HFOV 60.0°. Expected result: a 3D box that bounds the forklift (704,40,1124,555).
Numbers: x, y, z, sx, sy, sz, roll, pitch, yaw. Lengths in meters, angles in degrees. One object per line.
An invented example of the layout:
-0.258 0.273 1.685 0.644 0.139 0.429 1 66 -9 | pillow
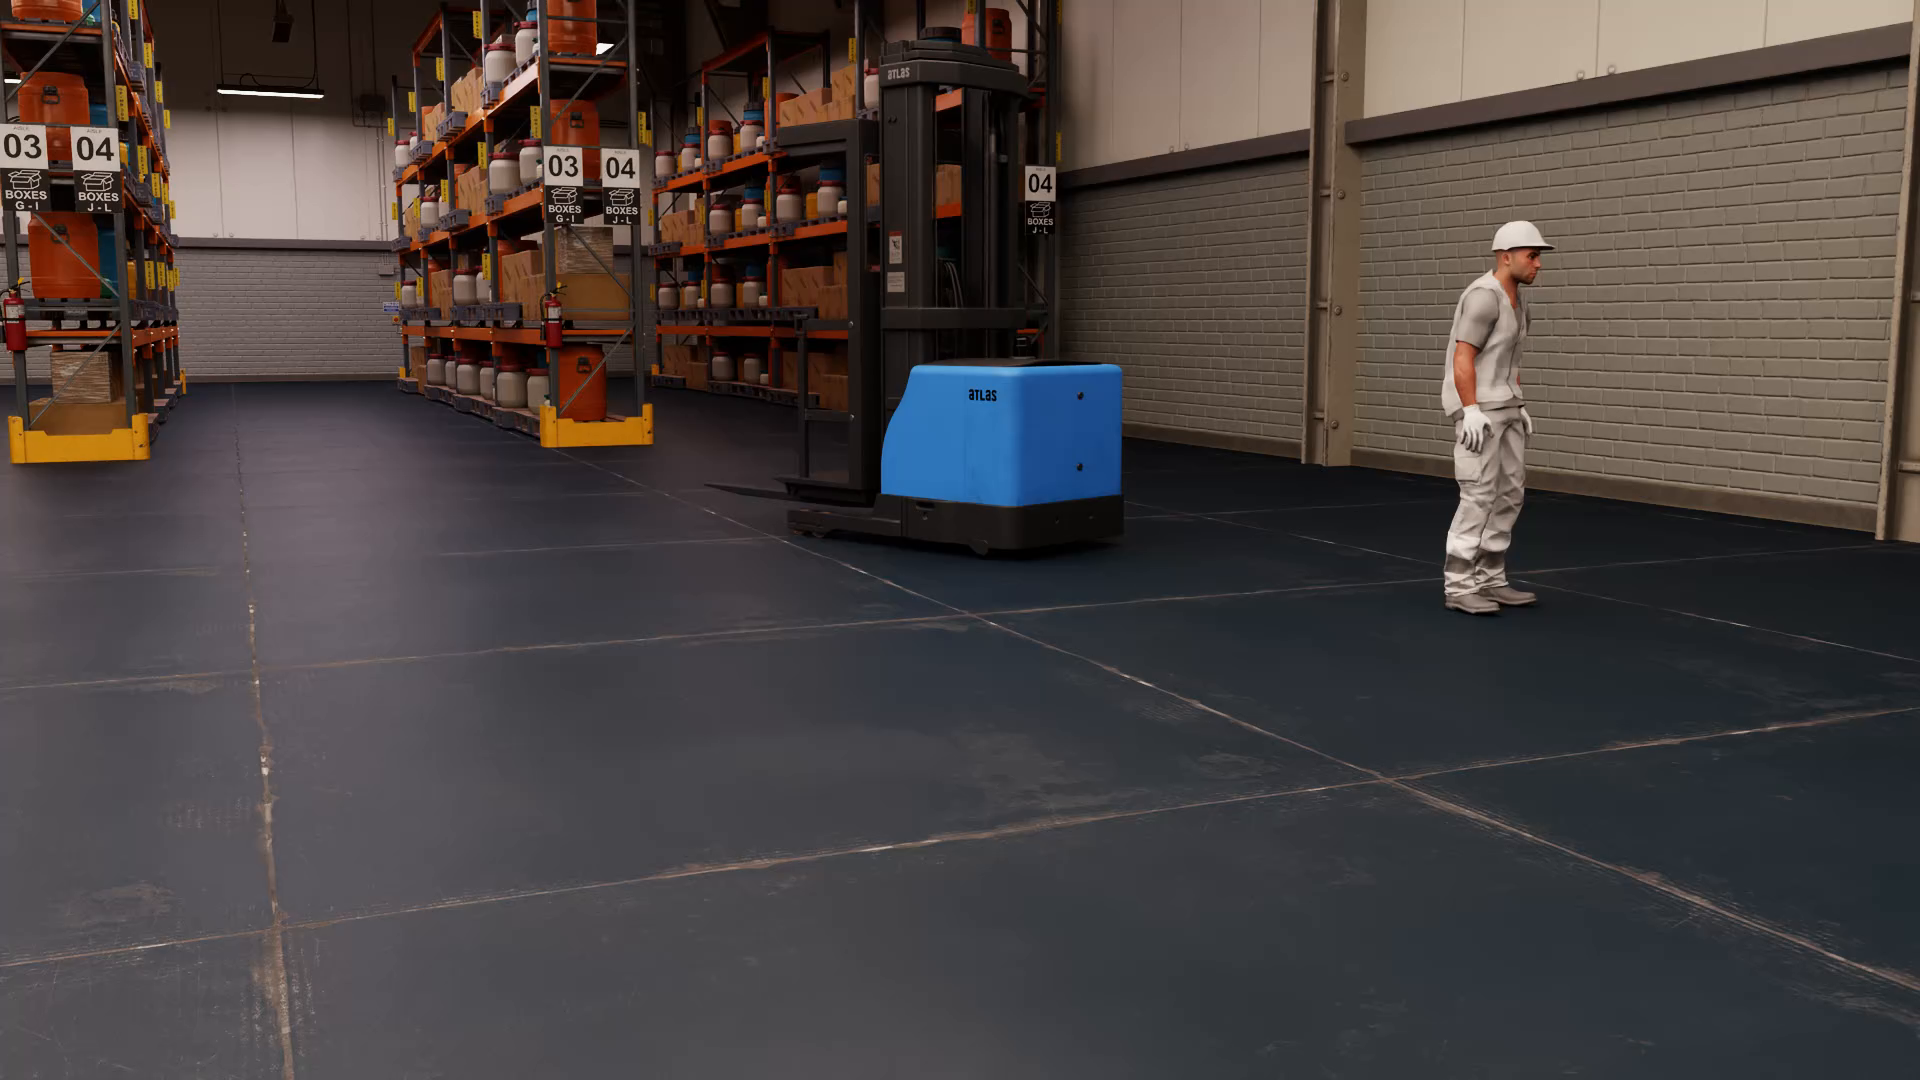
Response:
-0.436 -1.509 10.383 3.031 2.935 1.130 7 10 44 | forklift

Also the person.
2.474 -0.569 7.684 0.453 1.778 0.614 7 10 42 | person
